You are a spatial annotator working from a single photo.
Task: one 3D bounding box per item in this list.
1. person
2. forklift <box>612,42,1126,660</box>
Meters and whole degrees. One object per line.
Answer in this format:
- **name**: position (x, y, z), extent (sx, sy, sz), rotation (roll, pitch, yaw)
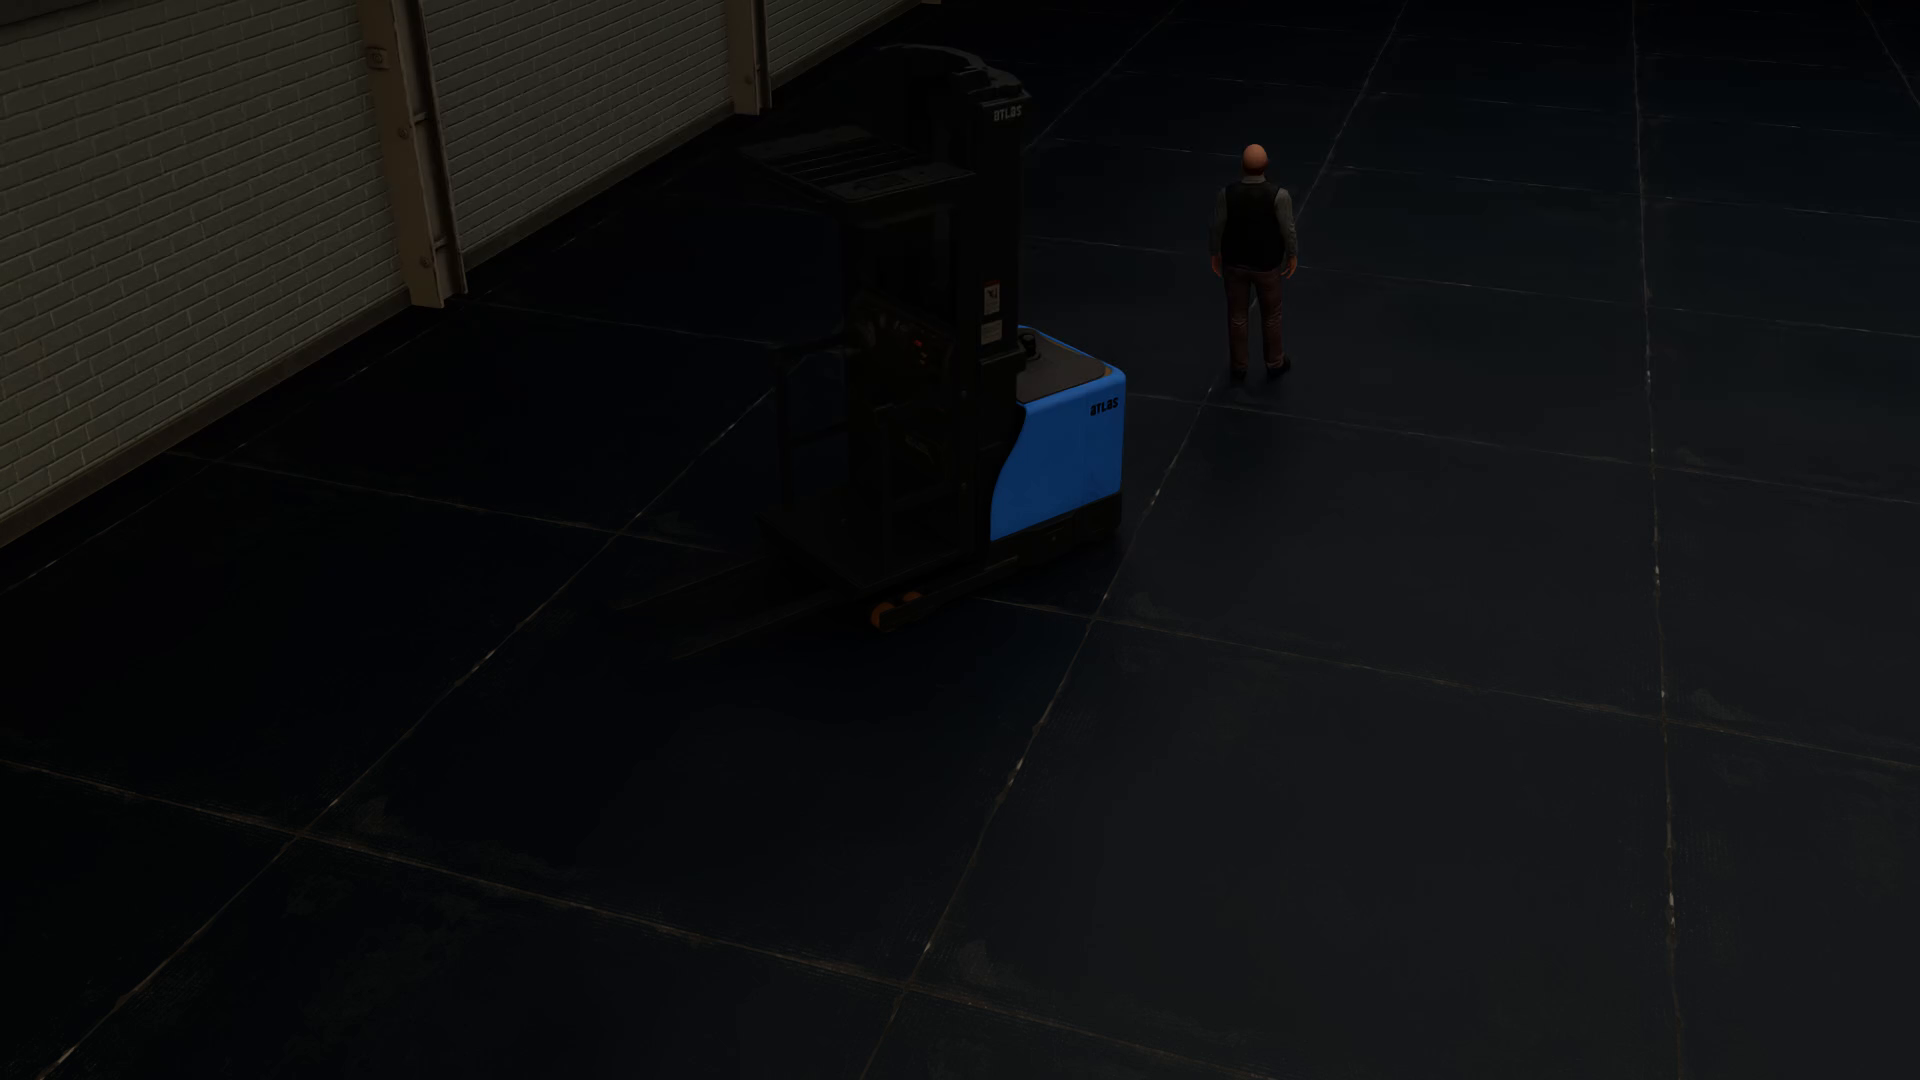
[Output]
- **person**: position (2.092, -1.991, 11.836), extent (0.634, 1.722, 0.567), rotation (9, 31, 16)
- **forklift**: position (-0.494, -1.055, 8.988), extent (3.031, 2.935, 1.130), rotation (-21, 36, -32)
